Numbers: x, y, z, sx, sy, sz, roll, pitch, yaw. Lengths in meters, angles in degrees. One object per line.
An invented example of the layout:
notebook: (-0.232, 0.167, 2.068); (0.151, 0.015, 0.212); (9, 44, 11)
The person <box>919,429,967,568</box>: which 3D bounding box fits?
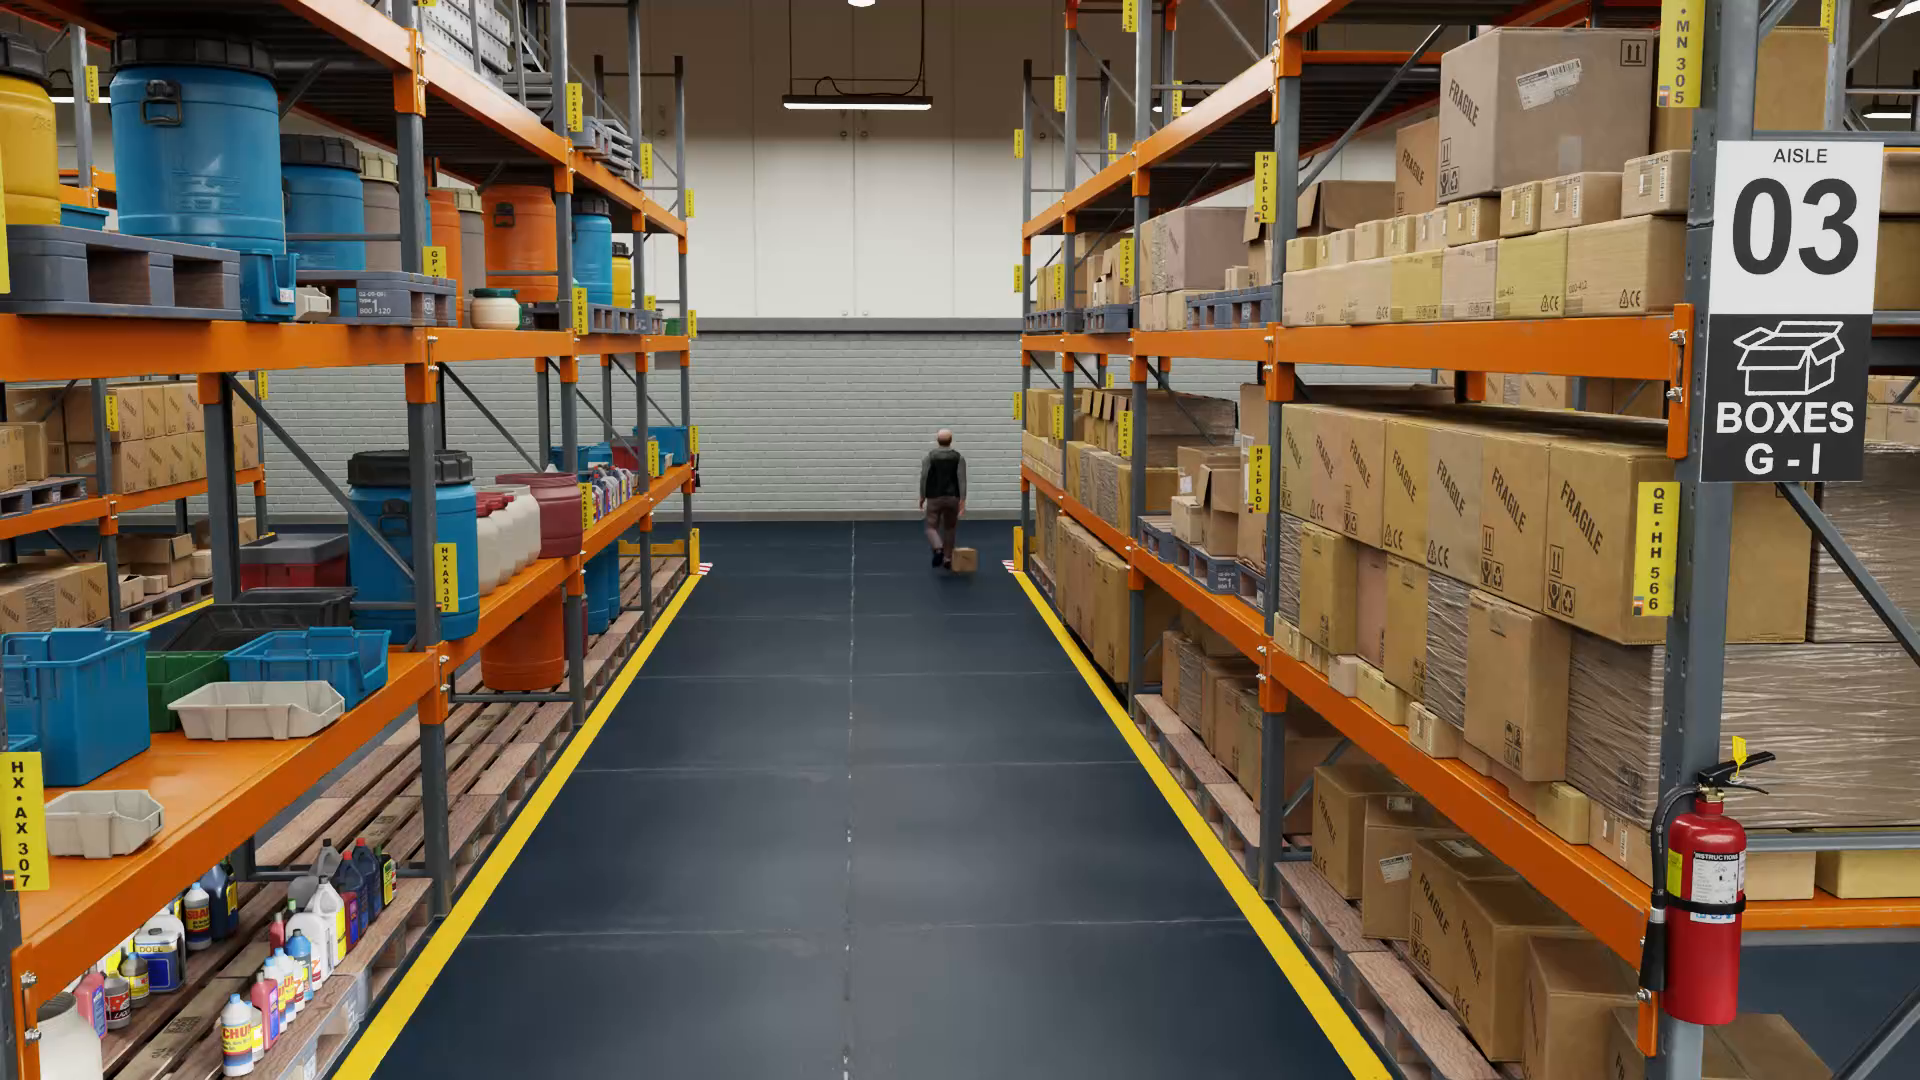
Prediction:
person: (-0.203, -0.478, 19.813); (0.541, 1.686, 0.831); (-1, 7, -12)
